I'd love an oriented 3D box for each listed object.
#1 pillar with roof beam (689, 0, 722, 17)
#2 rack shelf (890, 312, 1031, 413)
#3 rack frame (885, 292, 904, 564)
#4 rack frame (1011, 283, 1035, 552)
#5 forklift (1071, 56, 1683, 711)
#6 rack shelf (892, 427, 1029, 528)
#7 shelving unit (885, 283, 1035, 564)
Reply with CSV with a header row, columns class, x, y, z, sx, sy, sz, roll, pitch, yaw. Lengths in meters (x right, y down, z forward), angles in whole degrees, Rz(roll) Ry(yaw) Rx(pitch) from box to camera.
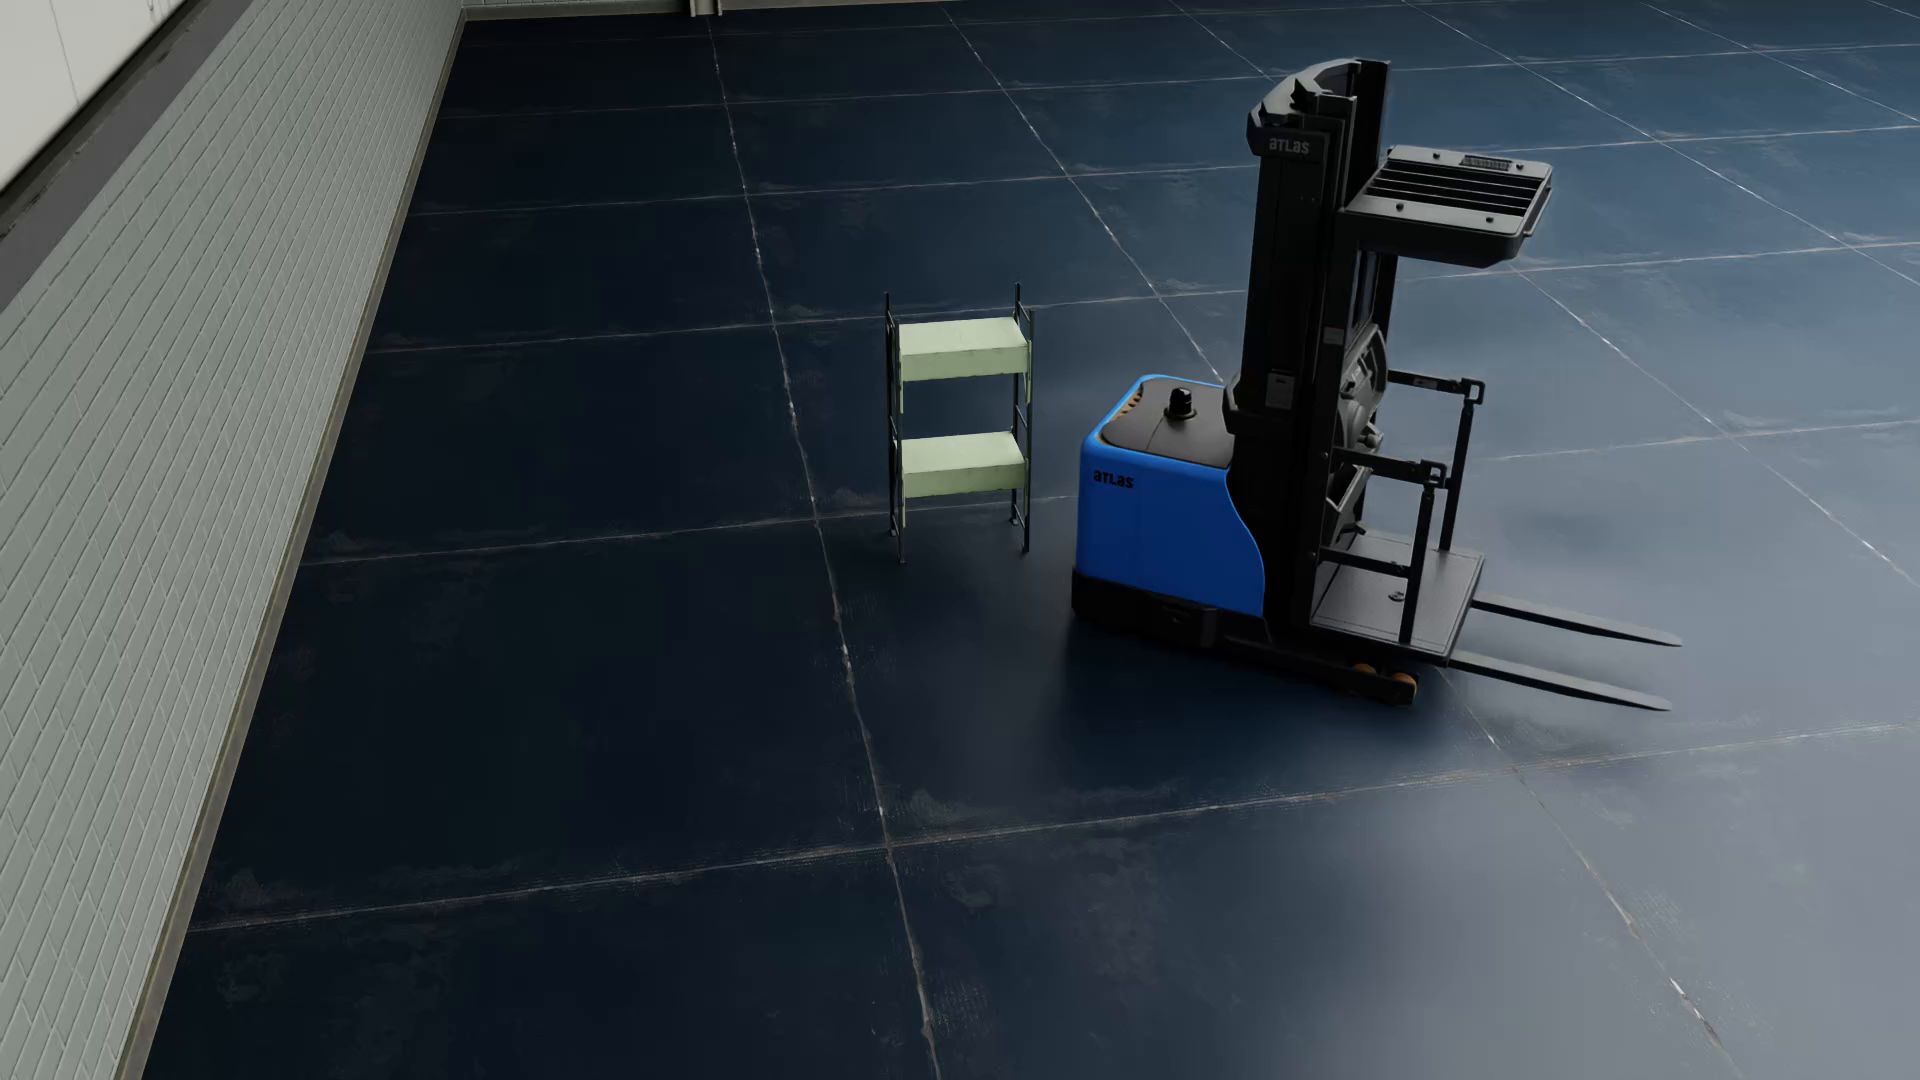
class,x,y,z,sx,sy,sz,roll,pitch,yaw
pillar with roof beam,-2.456,-8.433,15.214,0.400,9.000,9.100,-5,31,-9
rack shelf,-0.007,-0.982,9.171,0.720,0.370,0.431,-5,31,-9
rack frame,-0.367,-0.612,9.312,0.023,1.500,0.400,-5,31,-9
rack frame,0.353,-0.679,9.426,0.023,1.500,0.400,-5,31,-9
forklift,2.161,-0.738,8.113,3.031,2.935,1.130,13,33,21
rack shelf,-0.007,-0.365,9.534,0.720,0.370,0.431,-5,31,-9
shelving unit,-0.007,-0.646,9.369,0.755,1.500,0.431,-5,31,-9
